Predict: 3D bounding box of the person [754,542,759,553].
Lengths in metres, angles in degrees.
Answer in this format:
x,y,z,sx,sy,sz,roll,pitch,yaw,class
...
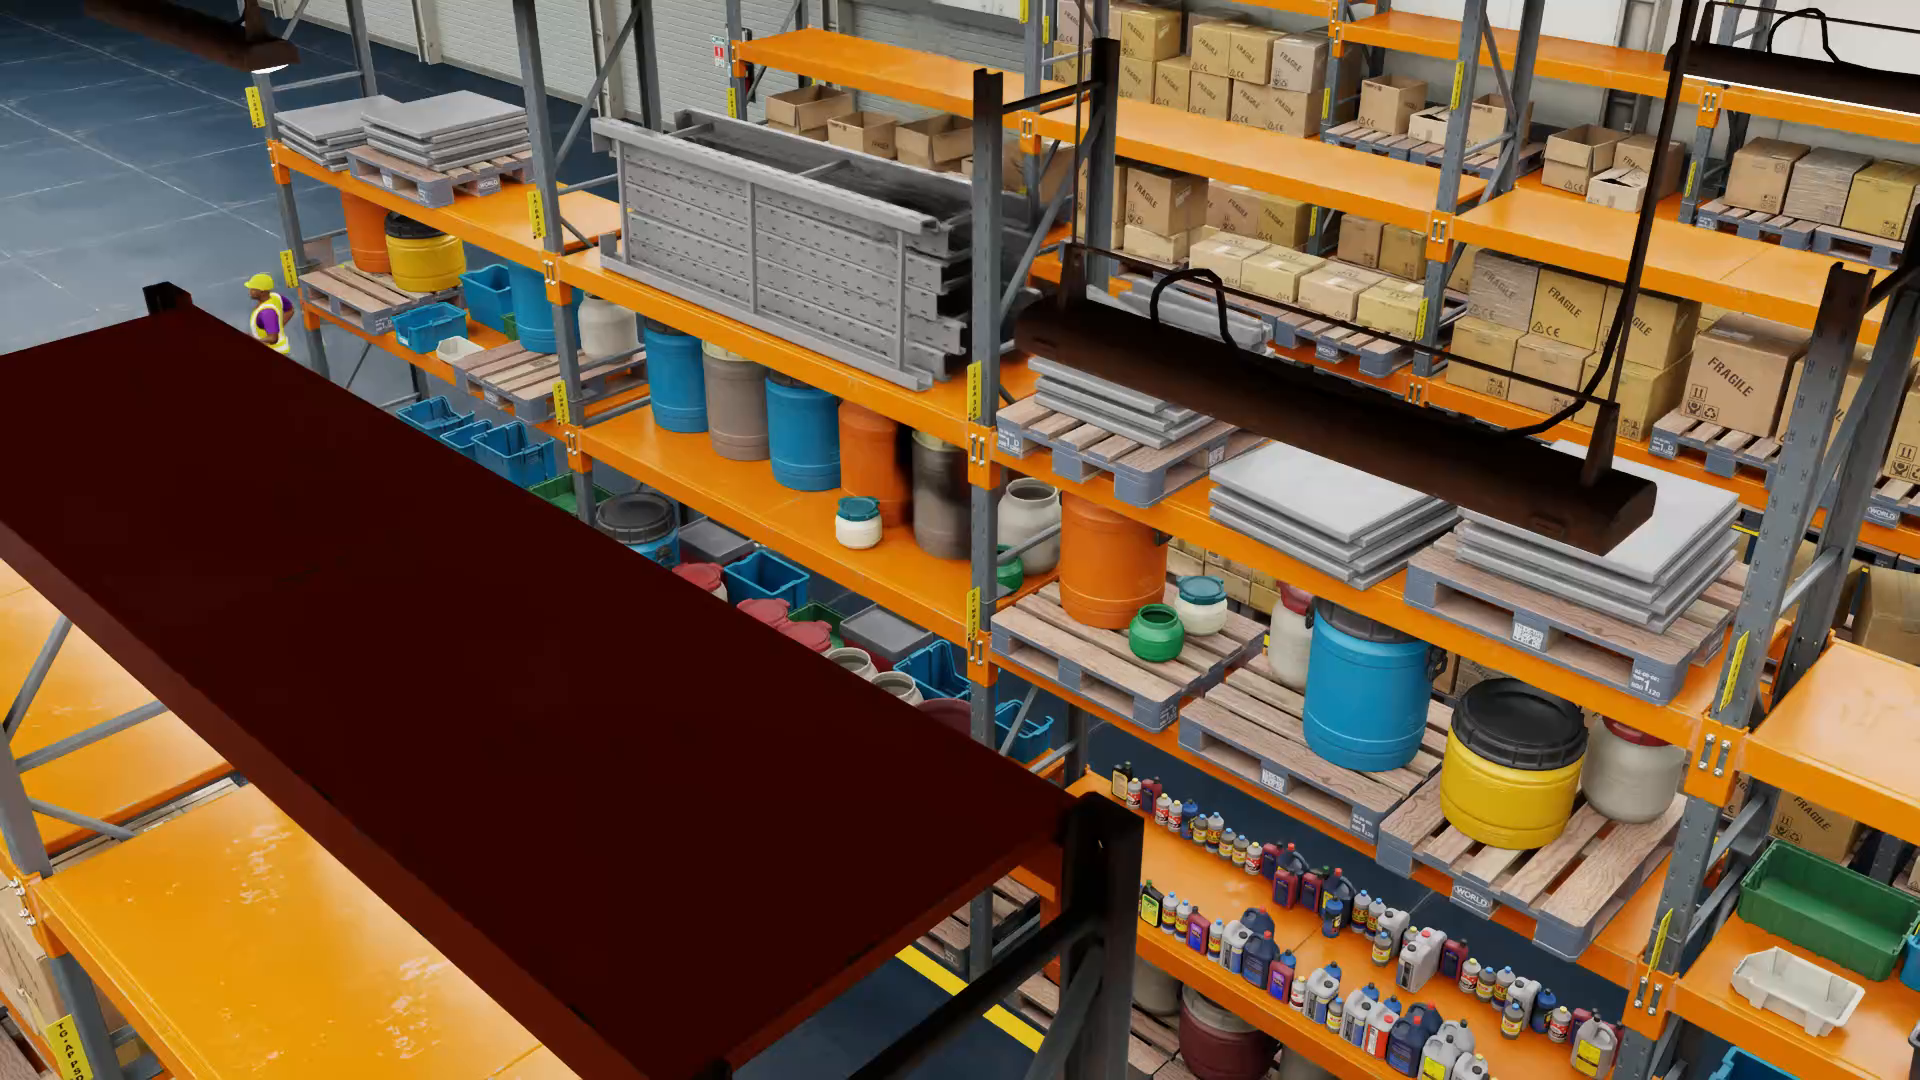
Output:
x,y,z,sx,sy,sz,roll,pitch,yaw,class
-2.169,-0.327,15.262,0.577,1.553,0.522,14,32,23,person

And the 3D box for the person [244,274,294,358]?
x,y,z,sx,sy,sz,roll,pitch,yaw,class
-7.425,-2.047,18.071,0.971,1.774,0.700,-11,31,-18,person
